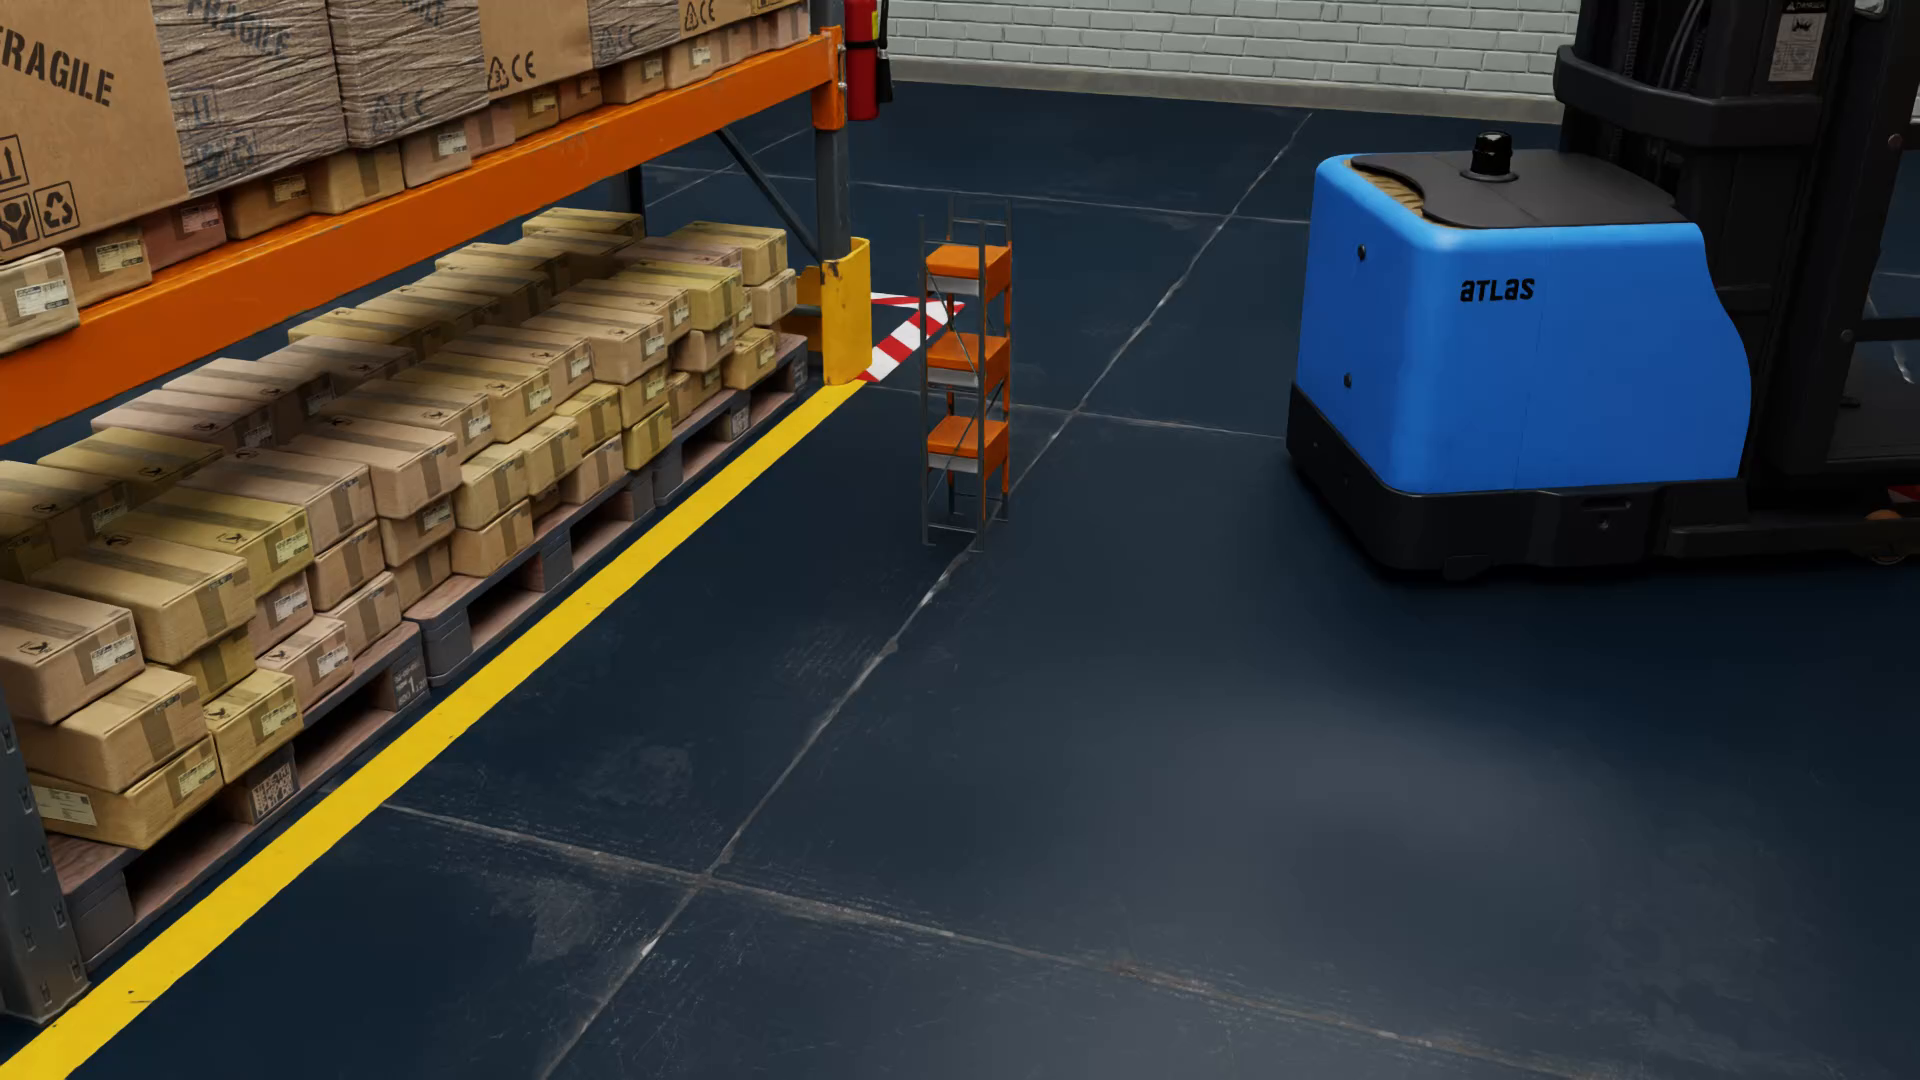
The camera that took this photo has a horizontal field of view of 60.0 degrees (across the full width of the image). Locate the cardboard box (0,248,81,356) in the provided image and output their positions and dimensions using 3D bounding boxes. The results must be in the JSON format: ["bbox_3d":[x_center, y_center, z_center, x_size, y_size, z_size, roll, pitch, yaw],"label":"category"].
[{"bbox_3d":[-1.847,-0.443,3.012,0.380,0.149,0.250,10,28,19],"label":"cardboard box"}]

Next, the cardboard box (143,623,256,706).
[{"bbox_3d":[-1.828,0.253,3.733,0.380,0.149,0.250,9,27,18],"label":"cardboard box"}]

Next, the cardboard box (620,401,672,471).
[{"bbox_3d":[-1.152,-0.357,5.334,0.380,0.149,0.250,8,27,15],"label":"cardboard box"}]

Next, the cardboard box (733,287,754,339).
[{"bbox_3d":[-0.963,-0.813,5.935,0.380,0.149,0.250,8,27,16],"label":"cardboard box"}]

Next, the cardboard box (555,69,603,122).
[{"bbox_3d":[-1.273,-1.327,4.836,0.380,0.149,0.250,8,27,15],"label":"cardboard box"}]

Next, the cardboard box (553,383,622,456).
[{"bbox_3d":[-1.260,-0.381,5.044,0.380,0.149,0.250,10,28,20],"label":"cardboard box"}]

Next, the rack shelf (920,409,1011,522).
[{"bbox_3d":[0.018,-0.235,5.192,0.215,0.259,0.240,9,27,17],"label":"rack shelf"}]

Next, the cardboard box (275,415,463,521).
[{"bbox_3d":[-1.528,-0.191,4.310,0.380,0.149,0.250,9,27,19],"label":"cardboard box"}]

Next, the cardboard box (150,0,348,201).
[{"bbox_3d":[-1.690,-1.038,3.495,0.500,0.500,0.500,9,27,17],"label":"cardboard box"}]

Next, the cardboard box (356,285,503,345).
[{"bbox_3d":[-1.702,-0.697,5.353,0.380,0.149,0.250,10,28,19],"label":"cardboard box"}]

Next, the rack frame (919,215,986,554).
[{"bbox_3d":[-0.023,-0.444,4.963,0.200,1.050,0.008,9,27,17],"label":"rack frame"}]

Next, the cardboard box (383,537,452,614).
[{"bbox_3d":[-1.610,0.058,4.479,0.380,0.149,0.250,8,27,15],"label":"cardboard box"}]

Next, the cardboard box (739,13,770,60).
[{"bbox_3d":[-0.879,-1.746,5.703,0.380,0.149,0.250,9,27,17],"label":"cardboard box"}]

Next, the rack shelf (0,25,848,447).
[{"bbox_3d":[-1.585,-0.985,4.669,1.077,0.370,4.000,9,27,17],"label":"rack shelf"}]

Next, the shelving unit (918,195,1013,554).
[{"bbox_3d":[0.018,-0.495,5.067,0.215,1.050,0.252,9,27,17],"label":"shelving unit"}]

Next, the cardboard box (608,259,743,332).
[{"bbox_3d":[-0.960,-0.831,5.630,0.380,0.149,0.250,8,27,16],"label":"cardboard box"}]

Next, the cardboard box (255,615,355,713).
[{"bbox_3d":[-1.704,0.285,4.010,0.380,0.149,0.250,9,27,17],"label":"cardboard box"}]

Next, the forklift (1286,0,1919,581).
[{"bbox_3d":[2.682,-1.469,4.921,3.031,2.935,1.130,-3,26,-7],"label":"forklift"}]

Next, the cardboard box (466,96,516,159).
[{"bbox_3d":[-1.410,-1.108,4.385,0.380,0.149,0.250,10,28,19],"label":"cardboard box"}]

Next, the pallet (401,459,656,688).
[{"bbox_3d":[-1.656,-0.016,5.042,1.003,0.211,1.213,9,27,17],"label":"pallet"}]

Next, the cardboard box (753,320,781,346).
[{"bbox_3d":[-0.898,-0.790,6.230,0.380,0.149,0.250,9,27,18],"label":"cardboard box"}]

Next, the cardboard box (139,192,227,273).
[{"bbox_3d":[-1.792,-0.677,3.495,0.380,0.149,0.250,8,27,15],"label":"cardboard box"}]

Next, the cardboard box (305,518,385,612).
[{"bbox_3d":[-1.689,0.037,4.179,0.380,0.149,0.250,7,27,15],"label":"cardboard box"}]

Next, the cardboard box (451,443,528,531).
[{"bbox_3d":[-1.431,-0.167,4.600,0.380,0.149,0.250,9,27,17],"label":"cardboard box"}]

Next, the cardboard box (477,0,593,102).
[{"bbox_3d":[-1.338,-1.464,4.375,0.500,0.500,0.500,10,28,20],"label":"cardboard box"}]

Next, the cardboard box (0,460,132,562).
[{"bbox_3d":[-2.254,-0.059,4.037,0.380,0.149,0.250,8,27,17],"label":"cardboard box"}]

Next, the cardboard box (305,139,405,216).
[{"bbox_3d":[-1.551,-0.882,3.919,0.380,0.149,0.250,9,27,18],"label":"cardboard box"}]

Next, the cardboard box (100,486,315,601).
[{"bbox_3d":[-1.755,0.012,3.890,0.380,0.149,0.250,8,27,17],"label":"cardboard box"}]

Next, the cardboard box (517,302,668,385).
[{"bbox_3d":[-1.143,-0.615,5.185,0.380,0.149,0.250,10,28,19],"label":"cardboard box"}]

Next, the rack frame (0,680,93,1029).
[{"bbox_3d":[-2.250,-0.487,2.814,1.000,3.000,0.127,9,27,17],"label":"rack frame"}]

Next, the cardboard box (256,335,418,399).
[{"bbox_3d":[-1.827,-0.478,4.902,0.380,0.149,0.250,9,27,18],"label":"cardboard box"}]

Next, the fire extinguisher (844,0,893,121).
[{"bbox_3d":[-0.400,-1.965,6.383,0.296,0.674,0.183,9,27,17],"label":"fire extinguisher"}]

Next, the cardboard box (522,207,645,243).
[{"bbox_3d":[-1.414,-1.139,6.267,0.380,0.149,0.250,8,27,15],"label":"cardboard box"}]

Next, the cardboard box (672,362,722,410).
[{"bbox_3d":[-1.057,-0.574,5.783,0.380,0.149,0.250,9,27,17],"label":"cardboard box"}]

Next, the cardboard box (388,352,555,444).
[{"bbox_3d":[-1.396,-0.411,4.764,0.380,0.149,0.250,9,27,18],"label":"cardboard box"}]

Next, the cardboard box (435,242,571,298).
[{"bbox_3d":[-1.597,-0.923,5.821,0.380,0.149,0.250,9,27,17],"label":"cardboard box"}]

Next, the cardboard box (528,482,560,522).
[{"bbox_3d":[-1.417,-0.154,4.916,0.380,0.149,0.250,10,27,19],"label":"cardboard box"}]

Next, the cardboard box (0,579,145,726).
[{"bbox_3d":[-1.940,0.227,3.445,0.380,0.149,0.250,10,28,20],"label":"cardboard box"}]

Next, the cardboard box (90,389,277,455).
[{"bbox_3d":[-2.091,-0.279,4.491,0.380,0.149,0.250,7,27,15],"label":"cardboard box"}]

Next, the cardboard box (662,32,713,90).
[{"bbox_3d":[-1.011,-1.533,5.262,0.380,0.149,0.250,9,27,19],"label":"cardboard box"}]

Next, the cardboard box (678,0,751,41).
[{"bbox_3d":[-1.002,-1.877,5.229,0.500,0.500,0.500,8,27,17],"label":"cardboard box"}]

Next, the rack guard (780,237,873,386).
[{"bbox_3d":[-0.944,-0.975,6.690,1.175,0.500,0.348,9,27,17],"label":"rack guard"}]

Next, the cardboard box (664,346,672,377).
[{"bbox_3d":[-1.183,-0.603,5.502,0.380,0.149,0.250,8,27,17],"label":"cardboard box"}]

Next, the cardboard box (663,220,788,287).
[{"bbox_3d":[-0.856,-1.050,6.084,0.380,0.149,0.250,9,27,18],"label":"cardboard box"}]

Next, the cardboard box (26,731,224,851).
[{"bbox_3d":[-1.826,0.504,3.557,0.380,0.149,0.250,8,27,15],"label":"cardboard box"}]
